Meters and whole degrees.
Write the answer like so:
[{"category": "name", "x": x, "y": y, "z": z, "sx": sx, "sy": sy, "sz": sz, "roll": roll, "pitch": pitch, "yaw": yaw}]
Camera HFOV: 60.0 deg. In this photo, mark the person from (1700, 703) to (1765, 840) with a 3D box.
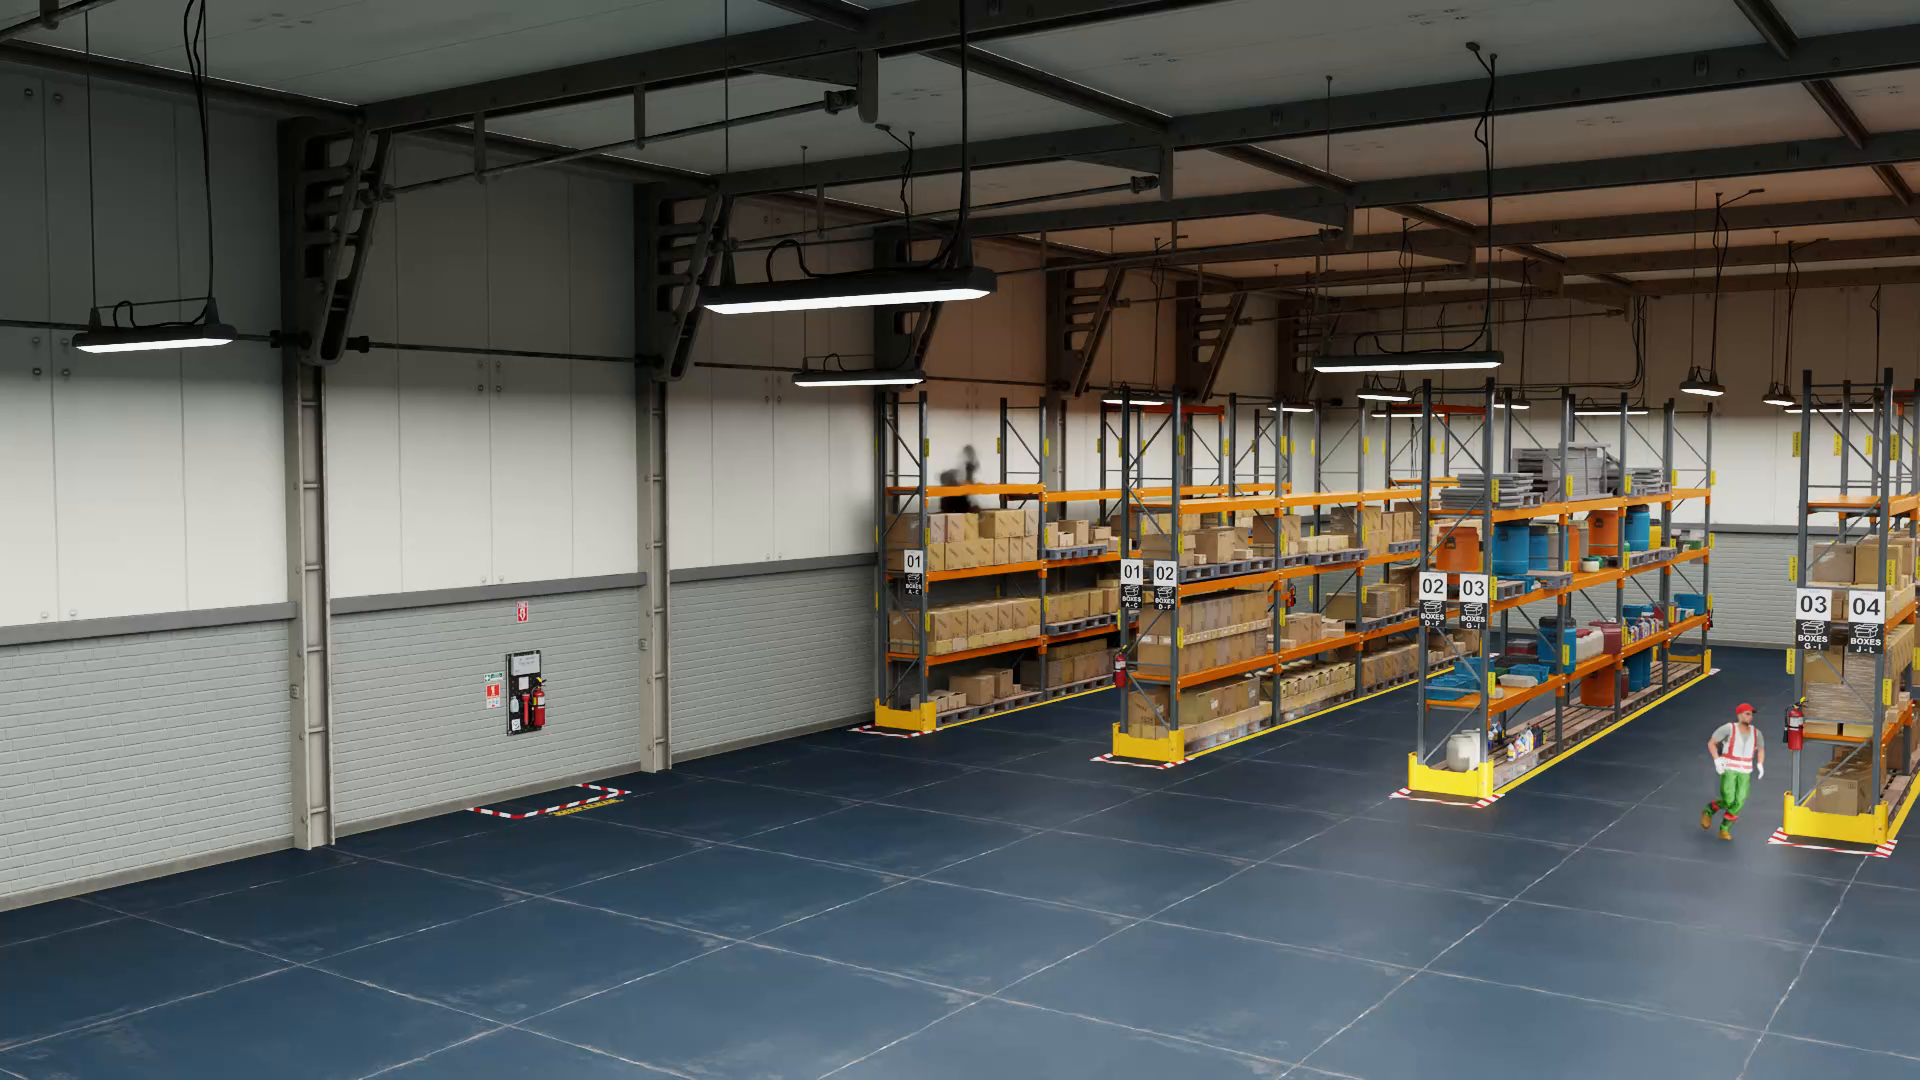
[{"category": "person", "x": 9.975, "y": 2.950, "z": 21.363, "sx": 0.716, "sy": 1.729, "sz": 0.591, "roll": 0, "pitch": 3, "yaw": -1}]
